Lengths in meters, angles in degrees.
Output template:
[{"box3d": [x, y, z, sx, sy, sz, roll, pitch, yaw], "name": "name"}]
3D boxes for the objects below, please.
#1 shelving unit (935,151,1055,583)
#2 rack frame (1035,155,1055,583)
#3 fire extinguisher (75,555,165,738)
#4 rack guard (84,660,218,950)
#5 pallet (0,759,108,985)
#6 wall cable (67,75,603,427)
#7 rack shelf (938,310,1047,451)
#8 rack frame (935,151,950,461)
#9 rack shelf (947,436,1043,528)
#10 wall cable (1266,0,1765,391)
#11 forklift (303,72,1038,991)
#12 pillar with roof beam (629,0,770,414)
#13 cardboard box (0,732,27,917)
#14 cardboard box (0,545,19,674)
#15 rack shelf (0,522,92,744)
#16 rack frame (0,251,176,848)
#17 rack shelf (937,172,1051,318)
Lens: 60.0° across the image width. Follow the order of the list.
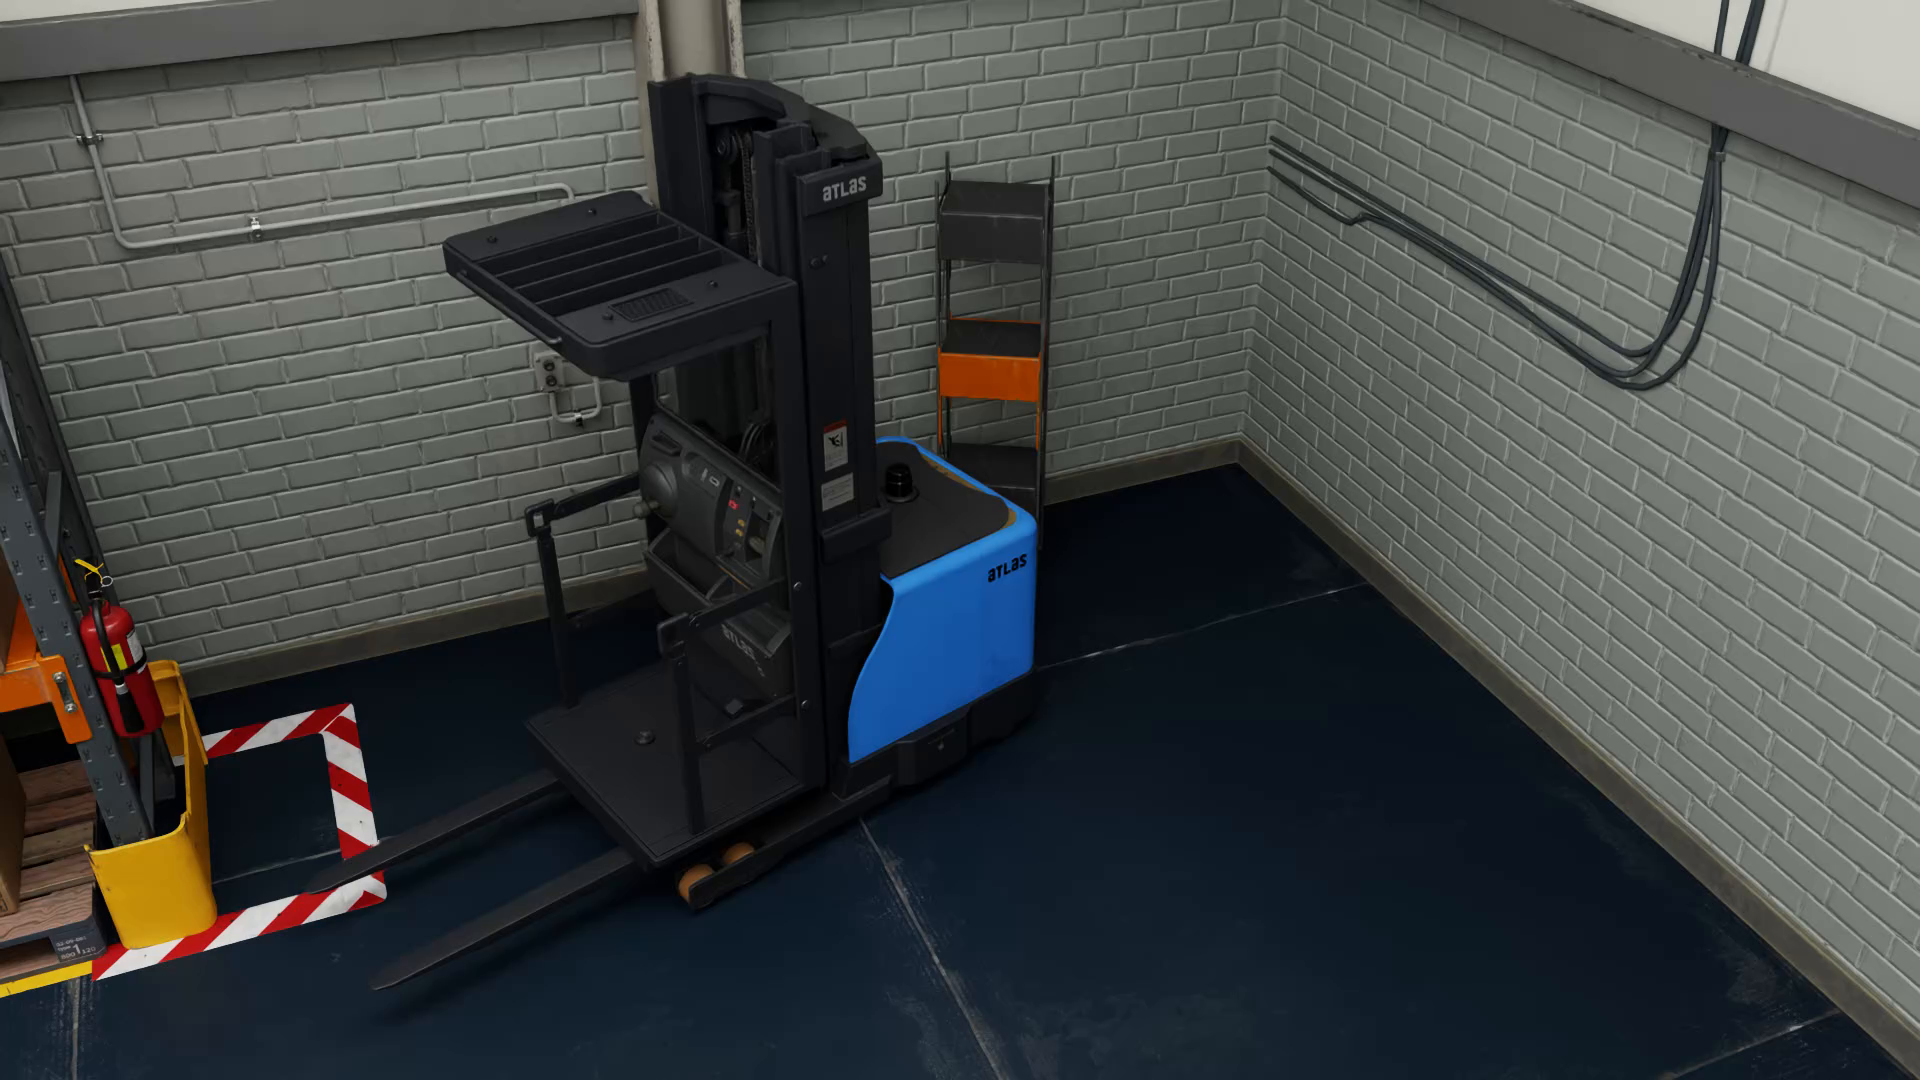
[{"box3d": [0.162, -0.785, 8.032, 0.503, 2.100, 0.431, 4, 33, 6], "name": "shelving unit"}, {"box3d": [0.404, -0.769, 8.007, 0.015, 2.100, 0.400, 4, 33, 6], "name": "rack frame"}, {"box3d": [-2.963, 0.382, 5.825, 0.183, 0.674, 0.296, -13, 35, -19], "name": "fire extinguisher"}, {"box3d": [-3.258, 1.036, 6.700, 0.348, 0.500, 1.175, -13, 35, -19], "name": "rack guard"}, {"box3d": [-3.988, 1.370, 6.451, 1.213, 0.211, 1.003, -13, 35, -19], "name": "pallet"}, {"box3d": [-2.466, -1.179, 6.880, 1.851, 1.984, 0.084, -13, 35, -19], "name": "wall cable"}, {"box3d": [0.162, -0.774, 8.039, 0.480, 0.518, 0.431, 4, 33, 6], "name": "rack shelf"}, {"box3d": [-0.080, -0.802, 8.057, 0.015, 2.100, 0.400, 4, 33, 6], "name": "rack frame"}, {"box3d": [0.162, -0.187, 8.421, 0.480, 0.518, 0.431, 4, 33, 6], "name": "rack shelf"}, {"box3d": [2.073, -2.234, 6.780, 0.112, 2.526, 3.097, -13, 35, -19], "name": "wall cable"}, {"box3d": [-1.118, -0.112, 6.235, 3.031, 2.935, 1.130, -24, 40, -32], "name": "forklift"}, {"box3d": [0.541, -1.362, 2.592, 0.400, 9.000, 9.100, -13, 35, -19], "name": "pillar with roof beam"}, {"box3d": [-3.887, 1.063, 6.273, 0.500, 0.500, 0.700, -13, 35, -19], "name": "cardboard box"}, {"box3d": [-3.747, -0.020, 5.755, 0.700, 0.700, 0.980, -11, 35, -17], "name": "cardboard box"}, {"box3d": [-5.125, 0.717, 5.557, 4.000, 0.370, 1.077, -13, 35, -19], "name": "rack shelf"}, {"box3d": [-3.281, -0.007, 6.010, 0.127, 3.000, 1.000, -13, 35, -19], "name": "rack frame"}, {"box3d": [0.162, -1.361, 7.657, 0.480, 0.518, 0.431, 4, 33, 6], "name": "rack shelf"}]
